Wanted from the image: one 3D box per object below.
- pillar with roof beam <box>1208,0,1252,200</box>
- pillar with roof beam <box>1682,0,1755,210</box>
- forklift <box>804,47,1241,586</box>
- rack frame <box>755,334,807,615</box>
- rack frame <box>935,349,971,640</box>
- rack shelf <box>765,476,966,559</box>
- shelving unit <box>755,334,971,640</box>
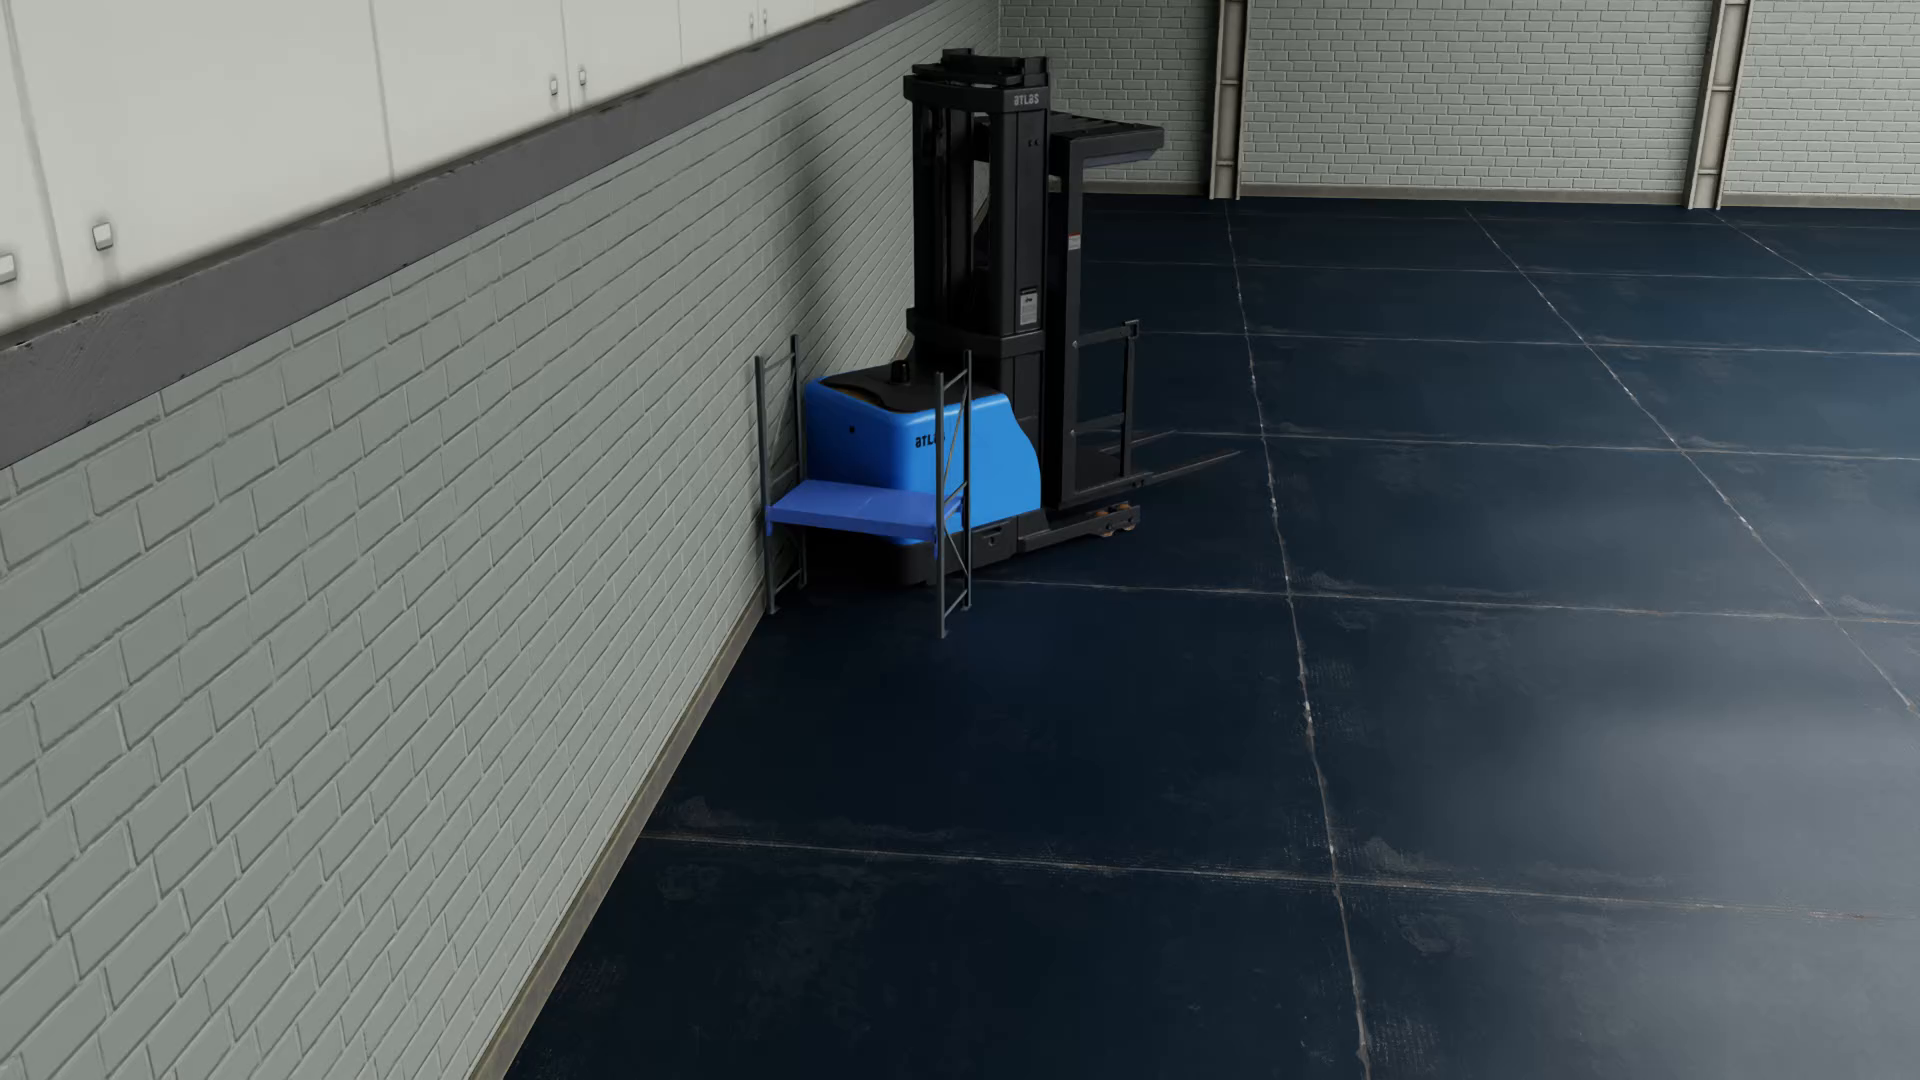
[{"bbox_3d":[2.957,-7.110,16.185,0.400,9.000,9.100,2,22,6],"label":"pillar with roof beam"},{"bbox_3d":[8.915,-6.851,15.528,0.400,9.000,9.100,2,22,6],"label":"pillar with roof beam"},{"bbox_3d":[0.526,-1.515,10.286,3.031,2.935,1.130,-16,27,-35],"label":"forklift"},{"bbox_3d":[-0.996,-0.361,9.314,0.032,1.500,0.500,7,23,17],"label":"rack frame"},{"bbox_3d":[-0.033,-0.241,9.010,0.032,1.500,0.500,7,23,17],"label":"rack frame"},{"bbox_3d":[-0.515,-0.134,9.228,1.000,0.185,0.538,7,23,17],"label":"rack shelf"},{"bbox_3d":[-0.515,-0.301,9.162,1.048,1.500,0.538,7,23,17],"label":"shelving unit"}]
